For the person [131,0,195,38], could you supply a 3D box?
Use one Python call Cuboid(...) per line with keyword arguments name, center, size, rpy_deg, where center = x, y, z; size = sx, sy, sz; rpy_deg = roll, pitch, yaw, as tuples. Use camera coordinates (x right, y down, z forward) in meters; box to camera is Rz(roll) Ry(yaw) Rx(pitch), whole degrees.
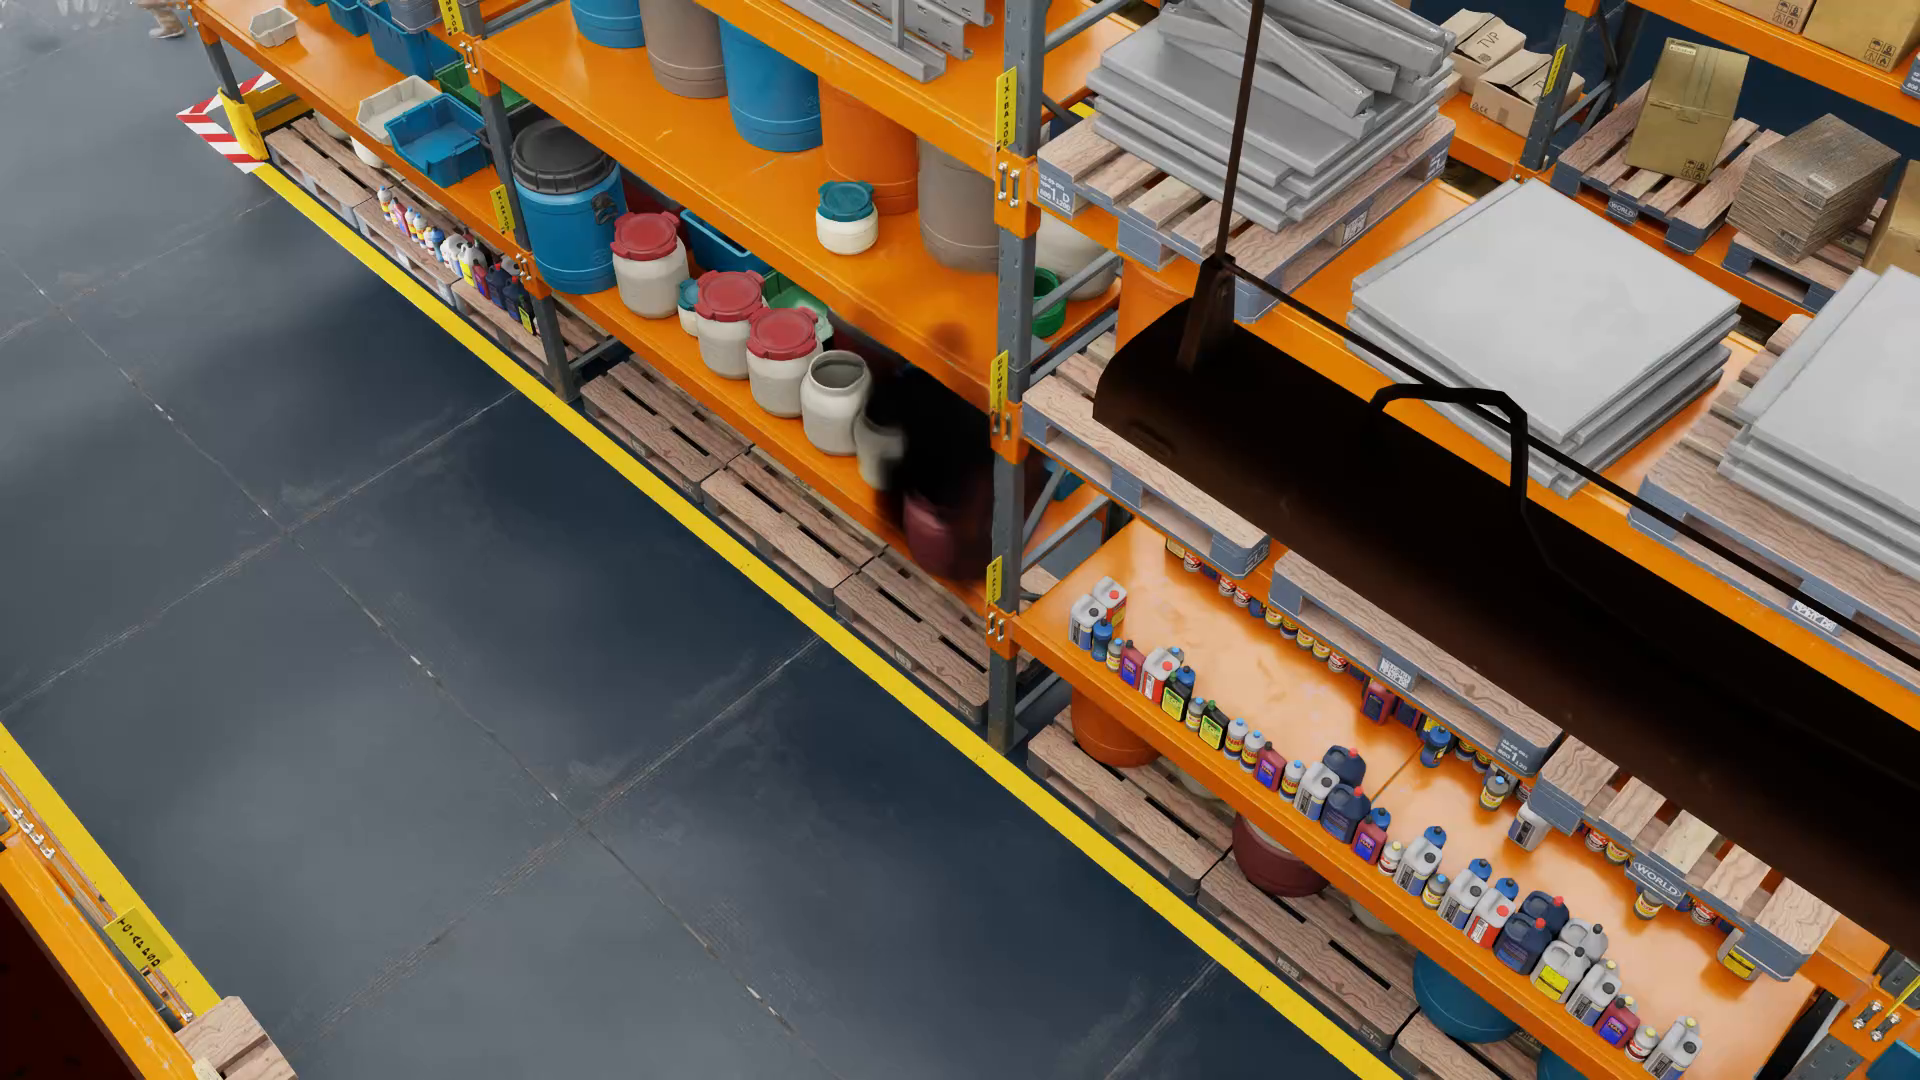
Cuboid(name="person", center=(-6.519, -4.729, 13.270), size=(0.663, 1.712, 0.670), rpy_deg=(-1, 50, -1))
